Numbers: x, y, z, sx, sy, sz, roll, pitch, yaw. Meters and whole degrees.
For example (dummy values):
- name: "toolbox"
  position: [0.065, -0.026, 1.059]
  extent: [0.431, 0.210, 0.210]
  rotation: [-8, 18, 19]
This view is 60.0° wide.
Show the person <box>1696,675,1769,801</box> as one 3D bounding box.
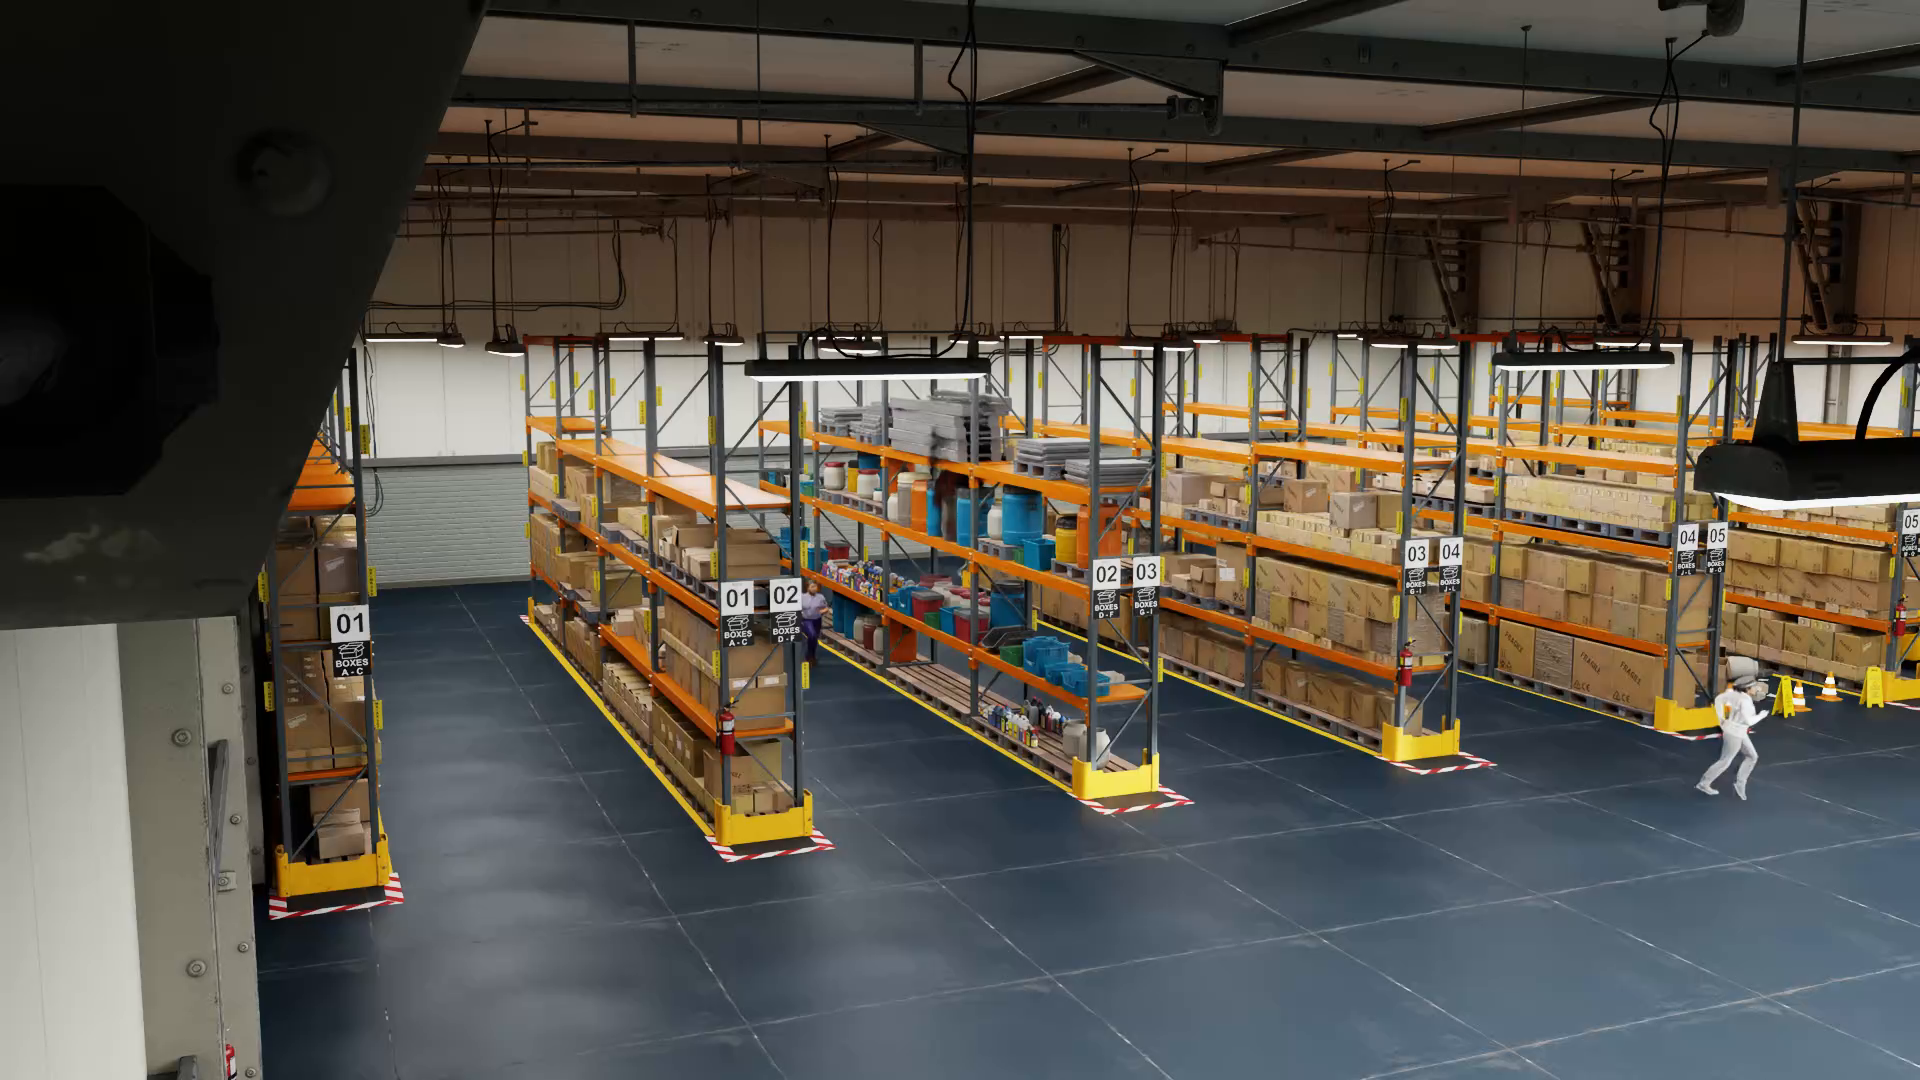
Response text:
- name: "person"
  position: [10.171, 2.612, 21.888]
  extent: [0.815, 1.725, 0.587]
  rotation: [2, 8, 18]

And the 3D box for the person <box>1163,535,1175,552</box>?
- name: "person"
  position: [5.260, -0.039, 41.889]
  extent: [0.585, 1.645, 0.753]
  rotation: [0, 8, -1]

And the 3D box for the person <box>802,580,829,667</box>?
- name: "person"
  position: [-2.668, 1.517, 29.818]
  extent: [0.580, 1.633, 0.902]
  rotation: [-4, 8, -26]

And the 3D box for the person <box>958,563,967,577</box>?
- name: "person"
  position: [0.353, 0.225, 40.055]
  extent: [0.828, 1.618, 0.561]
  rotation: [-1, 8, -4]
